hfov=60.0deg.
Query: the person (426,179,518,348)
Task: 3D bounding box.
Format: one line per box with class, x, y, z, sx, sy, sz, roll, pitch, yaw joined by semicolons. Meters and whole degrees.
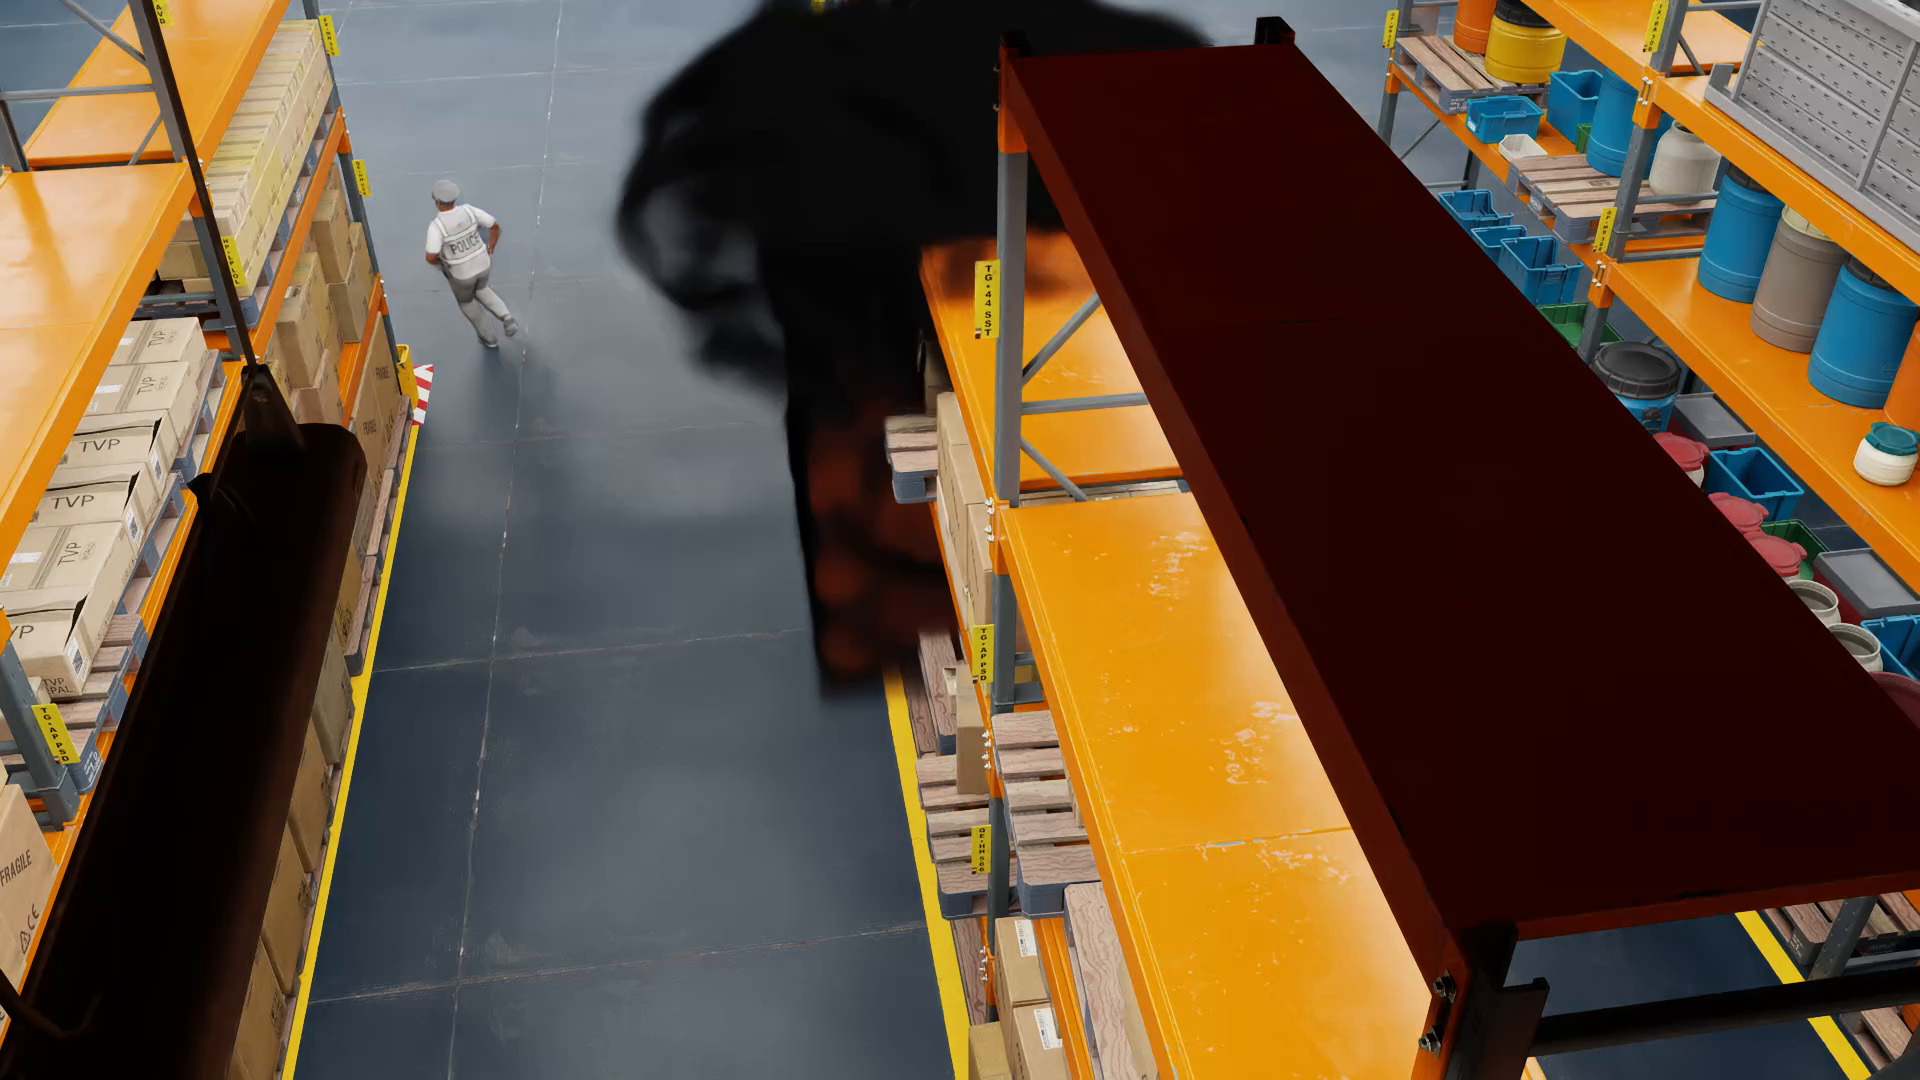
person;-4.612;-2.544;15.470;0.542;1.725;0.719;26;44;31
